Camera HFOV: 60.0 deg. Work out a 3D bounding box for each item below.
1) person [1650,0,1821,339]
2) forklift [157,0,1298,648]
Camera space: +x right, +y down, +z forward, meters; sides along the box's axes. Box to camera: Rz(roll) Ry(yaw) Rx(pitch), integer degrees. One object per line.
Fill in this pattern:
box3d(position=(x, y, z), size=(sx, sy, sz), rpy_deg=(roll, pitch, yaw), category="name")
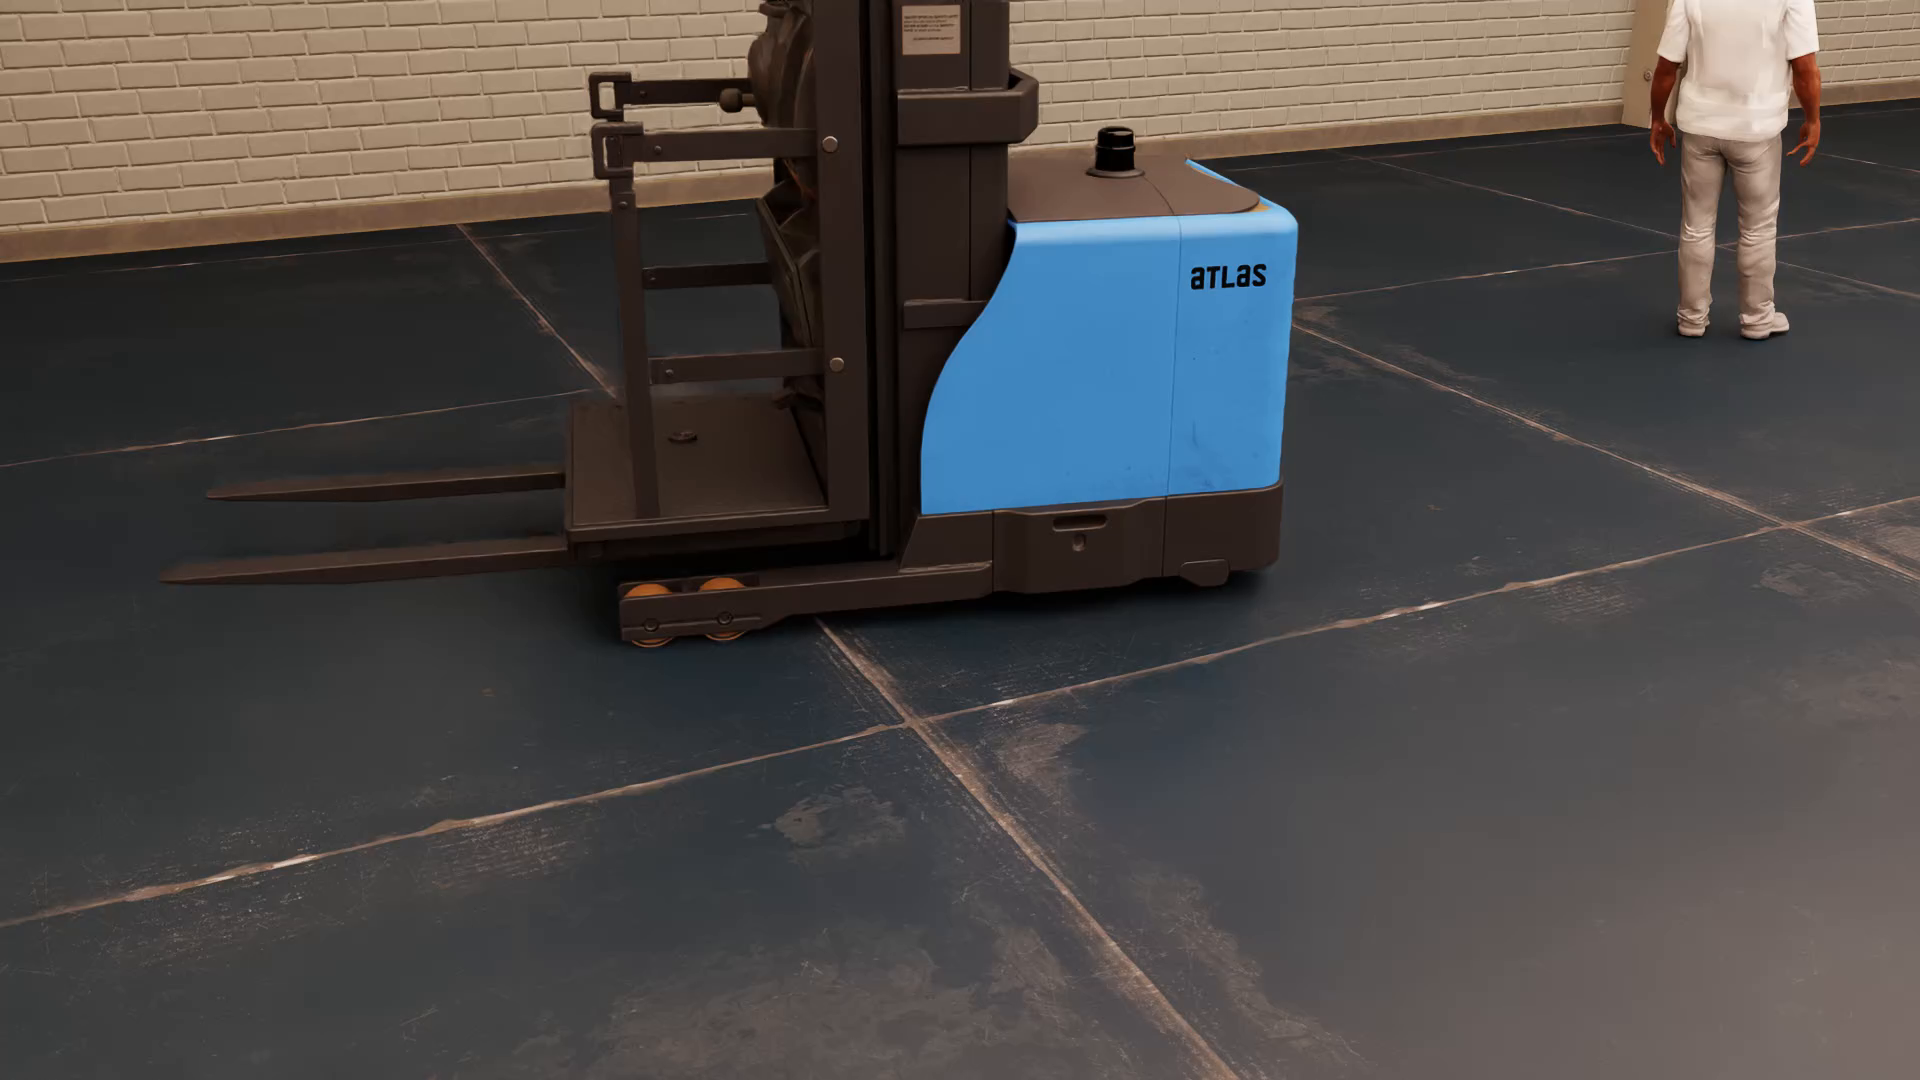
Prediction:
box3d(position=(3.247, -1.735, 6.962), size=(0.665, 1.766, 0.577), rpy_deg=(16, 27, 33), category="person")
box3d(position=(-0.653, -1.289, 4.388), size=(3.031, 2.935, 1.130), rpy_deg=(-5, 23, -11), category="forklift")
